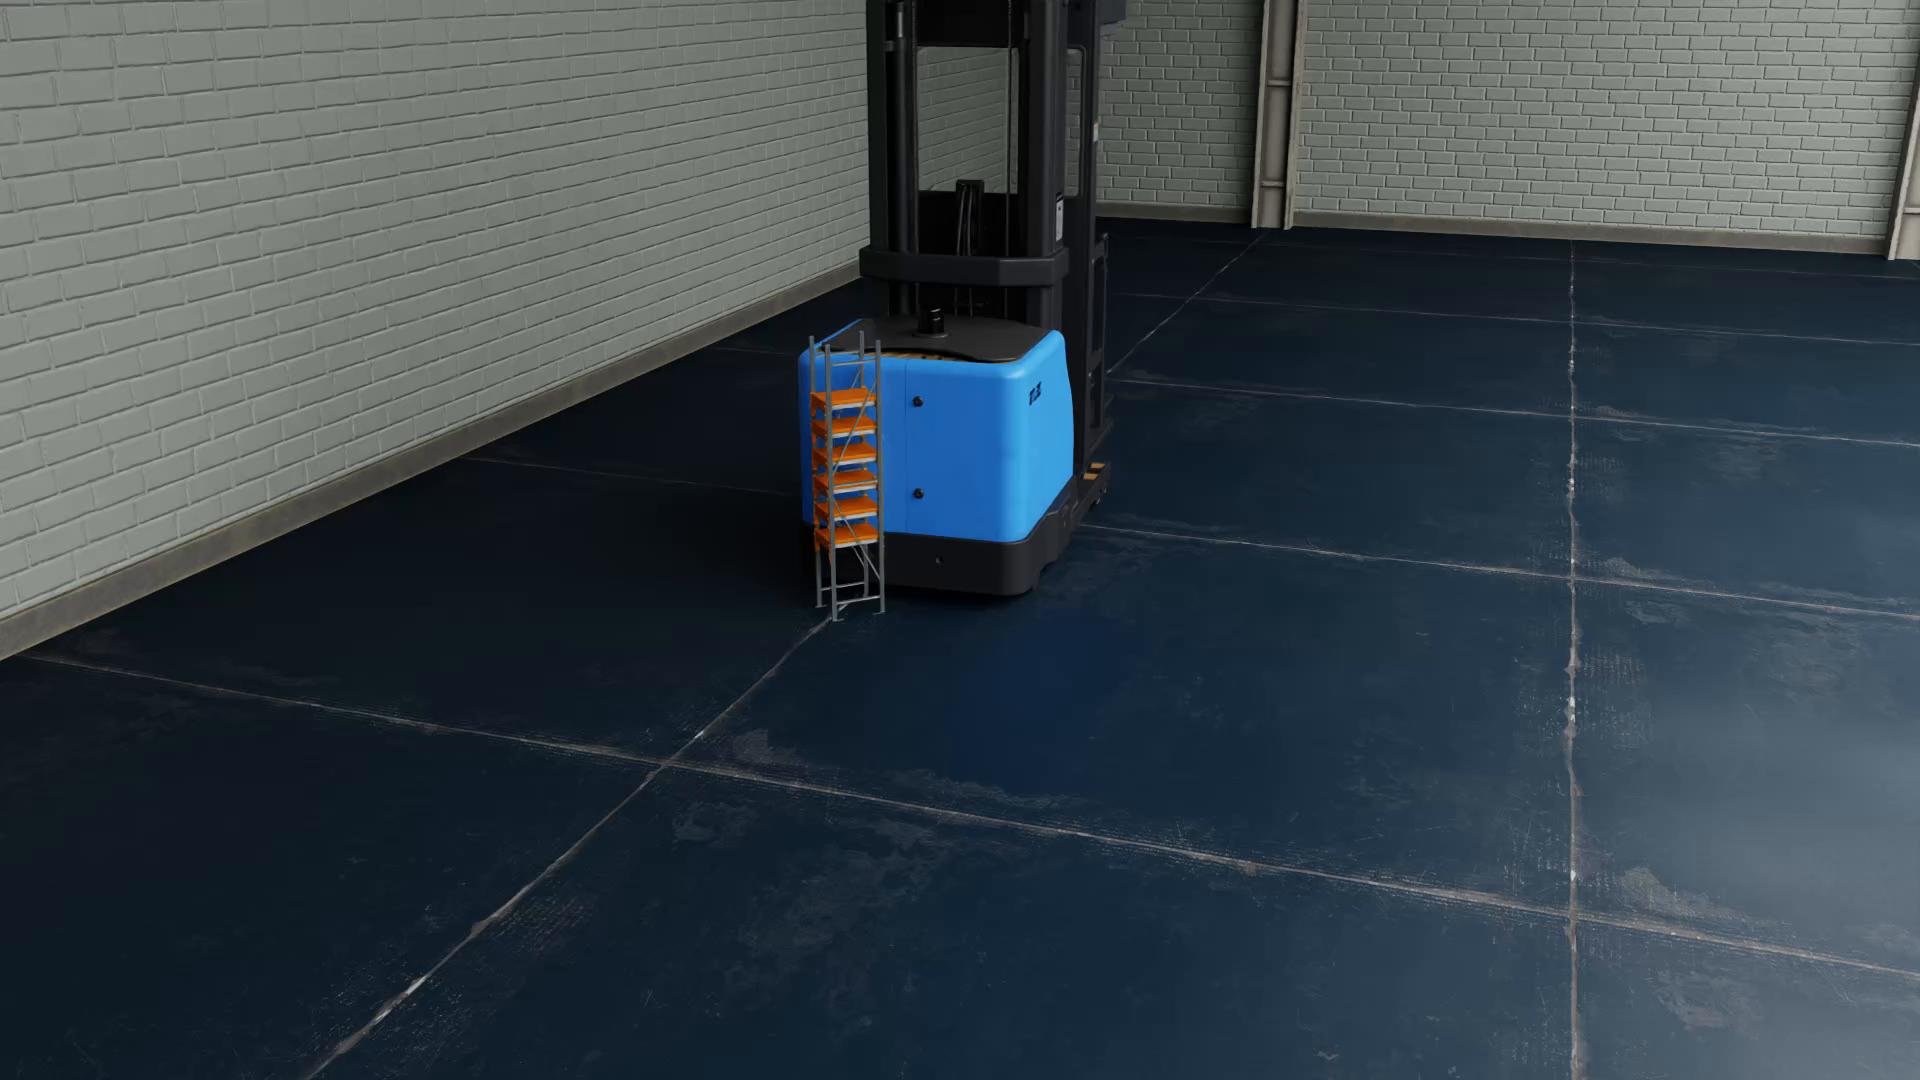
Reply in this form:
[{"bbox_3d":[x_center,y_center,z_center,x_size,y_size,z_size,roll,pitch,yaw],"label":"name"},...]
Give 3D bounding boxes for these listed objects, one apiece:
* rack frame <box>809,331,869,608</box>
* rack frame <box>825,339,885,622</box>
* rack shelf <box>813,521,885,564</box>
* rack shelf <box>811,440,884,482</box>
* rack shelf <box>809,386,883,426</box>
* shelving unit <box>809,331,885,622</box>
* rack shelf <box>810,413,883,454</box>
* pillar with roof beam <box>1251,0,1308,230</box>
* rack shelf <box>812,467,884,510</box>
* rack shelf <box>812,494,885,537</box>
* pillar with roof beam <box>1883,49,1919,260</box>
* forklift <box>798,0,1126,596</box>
[{"bbox_3d":[-0.511,-0.288,7.079,0.240,1.200,0.006,-9,21,-23],"label":"rack frame"},{"bbox_3d":[-0.434,-0.233,6.923,0.240,1.200,0.006,-9,21,-23],"label":"rack frame"},{"bbox_3d":[-0.473,0.008,7.095,0.258,0.103,0.180,-9,21,-23],"label":"rack shelf"},{"bbox_3d":[-0.473,-0.332,6.976,0.258,0.103,0.180,-9,21,-23],"label":"rack shelf"},{"bbox_3d":[-0.473,-0.559,6.897,0.258,0.103,0.180,-9,21,-23],"label":"rack shelf"},{"bbox_3d":[-0.473,-0.261,7.001,0.258,1.200,0.189,-9,21,-23],"label":"shelving unit"},{"bbox_3d":[-0.473,-0.445,6.937,0.258,0.103,0.180,-9,21,-23],"label":"rack shelf"},{"bbox_3d":[1.886,-6.225,12.263,0.400,9.000,9.100,7,20,18],"label":"pillar with roof beam"},{"bbox_3d":[-0.473,-0.219,7.016,0.258,0.103,0.180,-9,21,-23],"label":"rack shelf"},{"bbox_3d":[-0.473,-0.105,7.055,0.258,0.103,0.180,-9,21,-23],"label":"rack shelf"},{"bbox_3d":[7.553,-5.577,10.403,0.400,9.000,9.100,7,20,18],"label":"pillar with roof beam"},{"bbox_3d":[0.173,-1.593,8.194,1.130,2.935,3.031,5,20,15],"label":"forklift"}]
